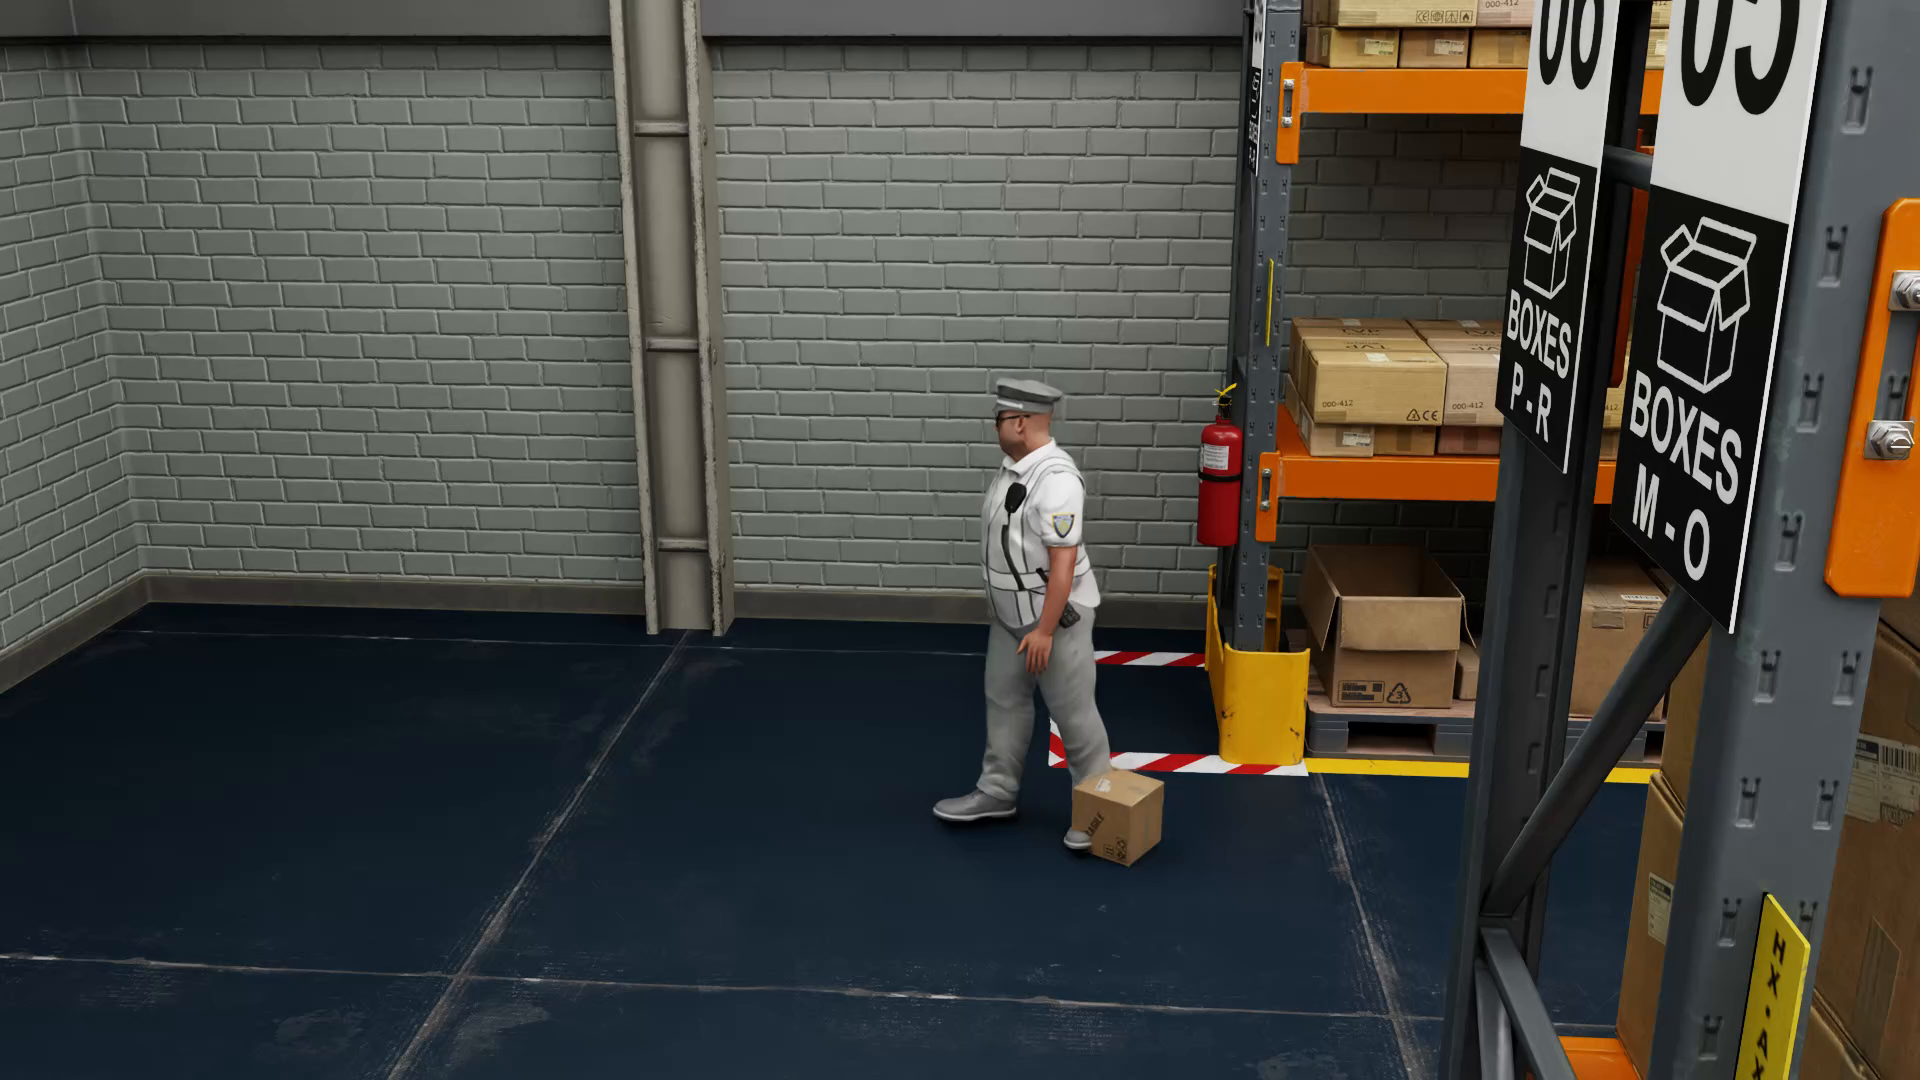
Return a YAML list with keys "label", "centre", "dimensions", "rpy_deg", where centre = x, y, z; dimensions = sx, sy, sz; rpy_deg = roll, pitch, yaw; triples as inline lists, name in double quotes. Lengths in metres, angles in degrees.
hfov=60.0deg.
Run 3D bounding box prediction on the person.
- label: "person"
  centre: [0.254, 0.264, 6.142]
  dimensions: [0.624, 1.738, 0.610]
  rpy_deg: [-8, 19, -23]
